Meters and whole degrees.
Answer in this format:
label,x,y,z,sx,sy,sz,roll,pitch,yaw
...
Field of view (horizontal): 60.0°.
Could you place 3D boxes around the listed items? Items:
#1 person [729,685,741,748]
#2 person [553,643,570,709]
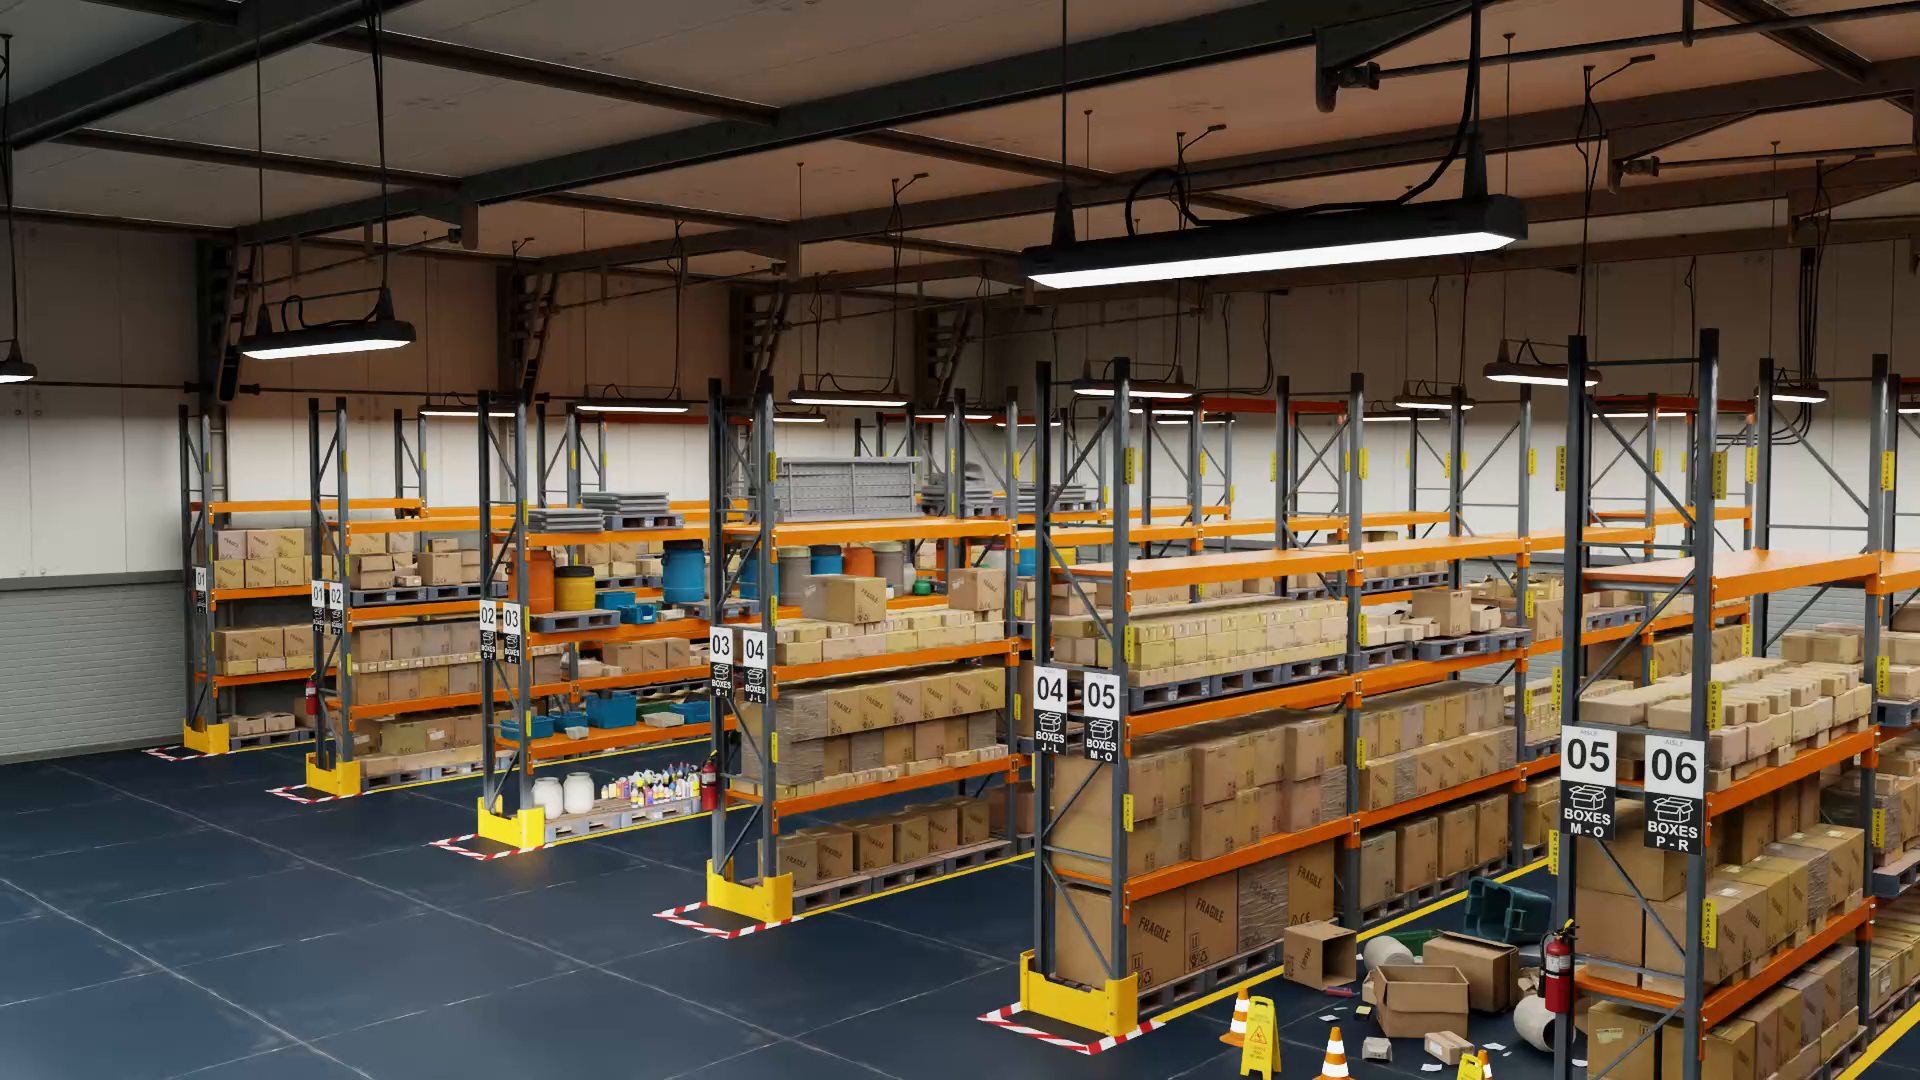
label,x,y,z,sx,sy,sz,roll,pitch,yaw
person,-3.581,2.960,27.025,1.007,1.531,0.706,-2,3,-27
person,-7.240,2.680,30.420,0.643,1.760,0.852,2,4,32
